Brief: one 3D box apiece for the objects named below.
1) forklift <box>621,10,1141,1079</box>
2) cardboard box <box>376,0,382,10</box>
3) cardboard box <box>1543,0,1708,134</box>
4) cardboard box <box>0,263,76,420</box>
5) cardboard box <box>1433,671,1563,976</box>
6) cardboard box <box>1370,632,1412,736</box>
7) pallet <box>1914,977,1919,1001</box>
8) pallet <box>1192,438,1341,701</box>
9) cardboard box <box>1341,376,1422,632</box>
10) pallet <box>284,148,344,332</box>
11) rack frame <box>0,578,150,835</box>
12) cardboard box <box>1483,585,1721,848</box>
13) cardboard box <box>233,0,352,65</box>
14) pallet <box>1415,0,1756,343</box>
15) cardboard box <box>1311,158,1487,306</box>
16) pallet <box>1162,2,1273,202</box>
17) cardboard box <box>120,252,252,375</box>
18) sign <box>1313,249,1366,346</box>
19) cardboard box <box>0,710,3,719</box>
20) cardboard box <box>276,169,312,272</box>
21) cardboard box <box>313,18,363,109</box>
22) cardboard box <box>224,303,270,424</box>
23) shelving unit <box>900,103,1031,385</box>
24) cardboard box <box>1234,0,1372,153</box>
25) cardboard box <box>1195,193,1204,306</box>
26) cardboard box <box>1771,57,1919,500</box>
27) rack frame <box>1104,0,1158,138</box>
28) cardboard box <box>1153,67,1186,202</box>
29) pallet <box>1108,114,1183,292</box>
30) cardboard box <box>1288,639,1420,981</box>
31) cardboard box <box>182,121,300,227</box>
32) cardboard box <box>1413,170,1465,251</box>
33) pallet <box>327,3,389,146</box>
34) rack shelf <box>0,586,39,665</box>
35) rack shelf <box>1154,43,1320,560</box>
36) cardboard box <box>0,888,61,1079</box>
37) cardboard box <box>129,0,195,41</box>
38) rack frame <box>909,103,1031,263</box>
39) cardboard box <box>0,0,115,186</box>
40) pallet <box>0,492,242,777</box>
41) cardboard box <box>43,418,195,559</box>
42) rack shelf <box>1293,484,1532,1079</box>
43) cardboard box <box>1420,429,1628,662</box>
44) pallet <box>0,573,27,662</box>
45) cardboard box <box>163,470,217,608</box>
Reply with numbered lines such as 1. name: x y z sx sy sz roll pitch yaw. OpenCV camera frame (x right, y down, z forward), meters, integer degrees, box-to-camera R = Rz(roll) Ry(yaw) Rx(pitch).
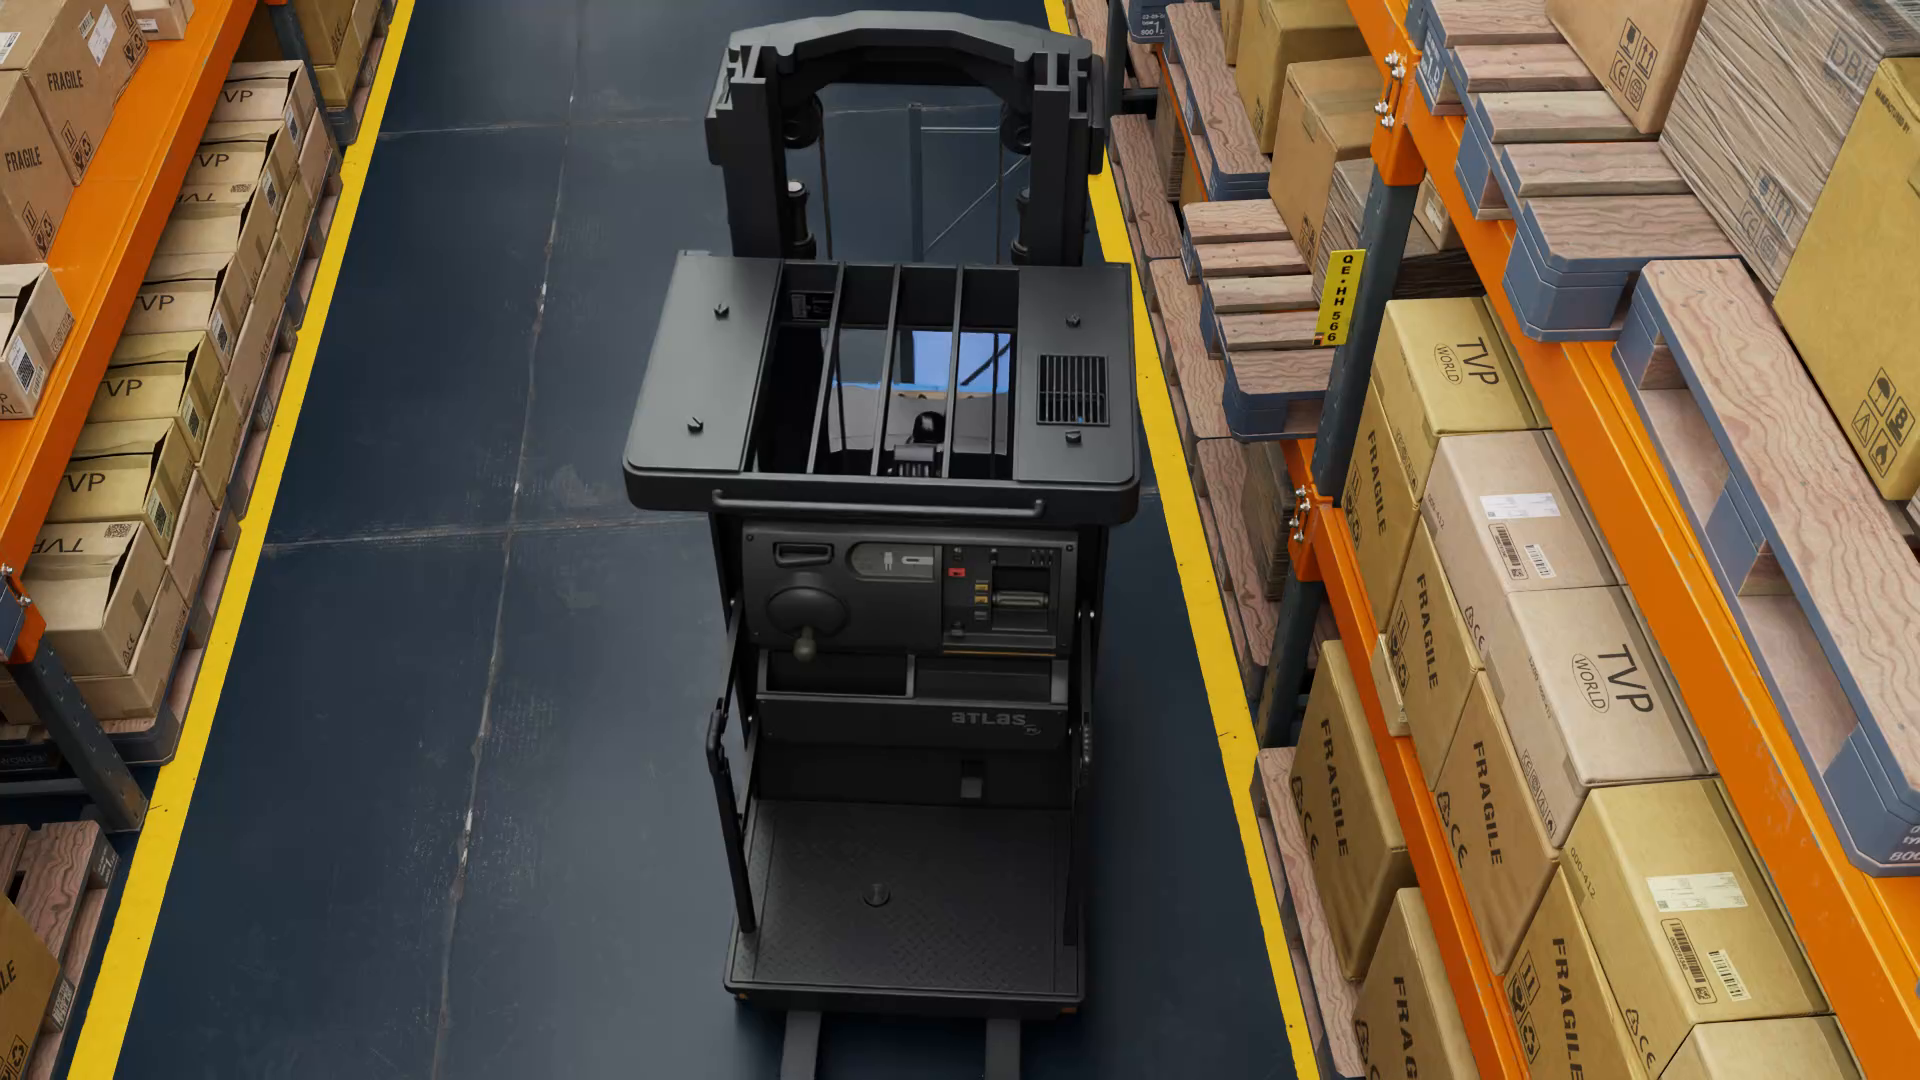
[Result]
1. forklift: -0.148 0.251 4.493 1.130 2.935 3.031 2 47 2
2. cardboard box: -3.498 -3.199 9.318 0.500 0.250 0.500 -3 47 -3
3. cardboard box: 1.680 -1.208 3.390 0.700 0.500 0.500 -7 47 -6
4. cardboard box: -3.234 -0.656 5.367 0.500 0.311 0.500 -4 47 -4
5. cardboard box: 1.444 0.631 3.799 0.500 0.500 0.500 -4 47 -3
6. cardboard box: 1.330 0.381 4.483 0.380 0.149 0.250 -2 47 -2
7. pallet: 1.792 0.937 1.863 0.805 0.209 1.217 -5 47 -5
8. pallet: 1.519 0.062 6.546 1.003 0.211 1.213 -3 47 -3
9. cardboard box: 1.369 -0.108 4.499 0.500 0.500 0.500 -2 47 -2
10. pallet: -3.587 -1.432 7.961 1.003 0.211 1.213 -3 47 -3
11. rack frame: -3.353 -0.028 4.710 1.000 3.000 0.127 -3 47 -3
12. cardboard box: 1.456 0.362 3.538 0.500 0.250 0.500 -3 47 -3
13. cardboard box: -3.414 -2.733 8.360 0.500 0.500 0.500 -3 47 -3
14. pallet: 1.690 -0.835 3.539 1.213 0.211 1.003 -2 47 -1
15. cardboard box: 1.534 -0.856 5.123 0.700 0.500 0.500 -8 47 -8
16. pallet: 1.377 -1.695 6.422 1.003 0.211 1.213 -3 47 -3
17. cardboard box: -3.240 -0.937 6.790 0.500 0.311 0.500 -4 47 -4
18. sign: 1.043 -0.662 4.569 0.100 0.325 0.005 -3 47 -3
19. cardboard box: -3.640 0.408 5.903 0.500 0.250 0.500 -2 47 -2
20. cardboard box: -3.323 -1.472 7.683 0.500 0.250 0.500 -4 47 -4
21. cardboard box: -3.424 -2.474 8.632 0.500 0.250 0.500 -3 47 -3
22. cardboard box: -3.239 -0.734 6.983 0.500 0.250 0.500 -3 47 -2
23. shelving unit: 0.052 -0.738 6.416 0.538 1.500 1.048 1 47 1
24. cardboard box: 1.408 -1.757 5.976 0.700 0.500 0.500 -3 47 -3
25. cardboard box: 1.422 -1.243 7.280 0.700 0.500 0.500 -3 47 -3
26. cardboard box: 1.811 -0.420 2.644 0.700 0.500 0.500 -1 47 -1
27. rack frame: 1.249 -3.225 7.739 1.000 3.000 0.127 -3 47 -3
28. cardboard box: 1.327 -1.986 7.983 0.700 0.500 0.500 -2 47 -2
29. pallet: 1.315 -1.703 8.218 1.003 0.211 1.213 -3 47 -3
30. cardboard box: 1.514 0.803 5.114 0.750 0.750 0.750 -4 47 -4
31. cardboard box: -3.318 -1.662 7.476 0.500 0.311 0.500 -2 47 -2
32. cardboard box: 1.525 -0.988 4.801 0.380 0.149 0.250 -9 47 -8
33. pallet: -3.712 -2.541 9.011 1.003 0.211 1.213 -3 47 -3
34. rack shelf: -3.185 1.667 3.601 1.077 0.370 4.000 -3 47 -3
35. rack shelf: 1.416 -1.531 6.630 1.077 0.370 4.000 -3 47 -3
36. cardboard box: -3.040 1.343 4.831 0.500 0.500 0.500 -2 47 -2
37. cardboard box: -3.431 -2.250 6.908 0.396 0.266 0.258 -5 47 -4
38. rack frame: 0.060 -1.107 6.766 0.500 1.500 0.032 1 47 1
39. cardboard box: -3.553 -1.656 6.183 0.500 0.500 0.500 -3 47 -3
40. pallet: -3.383 0.333 6.289 1.003 0.211 1.213 -3 47 -3
41. cardboard box: -3.156 -0.196 6.088 0.500 0.311 0.500 -5 47 -4
42. rack shelf: 1.751 1.363 3.889 1.077 0.370 4.000 -3 47 -3
43. cardboard box: 1.410 0.000 3.880 0.500 0.250 0.500 -4 47 -4
44. pallet: -3.226 0.525 4.319 1.213 0.211 1.003 -3 47 -3
45. cardboard box: -3.147 0.013 6.276 0.500 0.250 0.500 -5 47 -4
